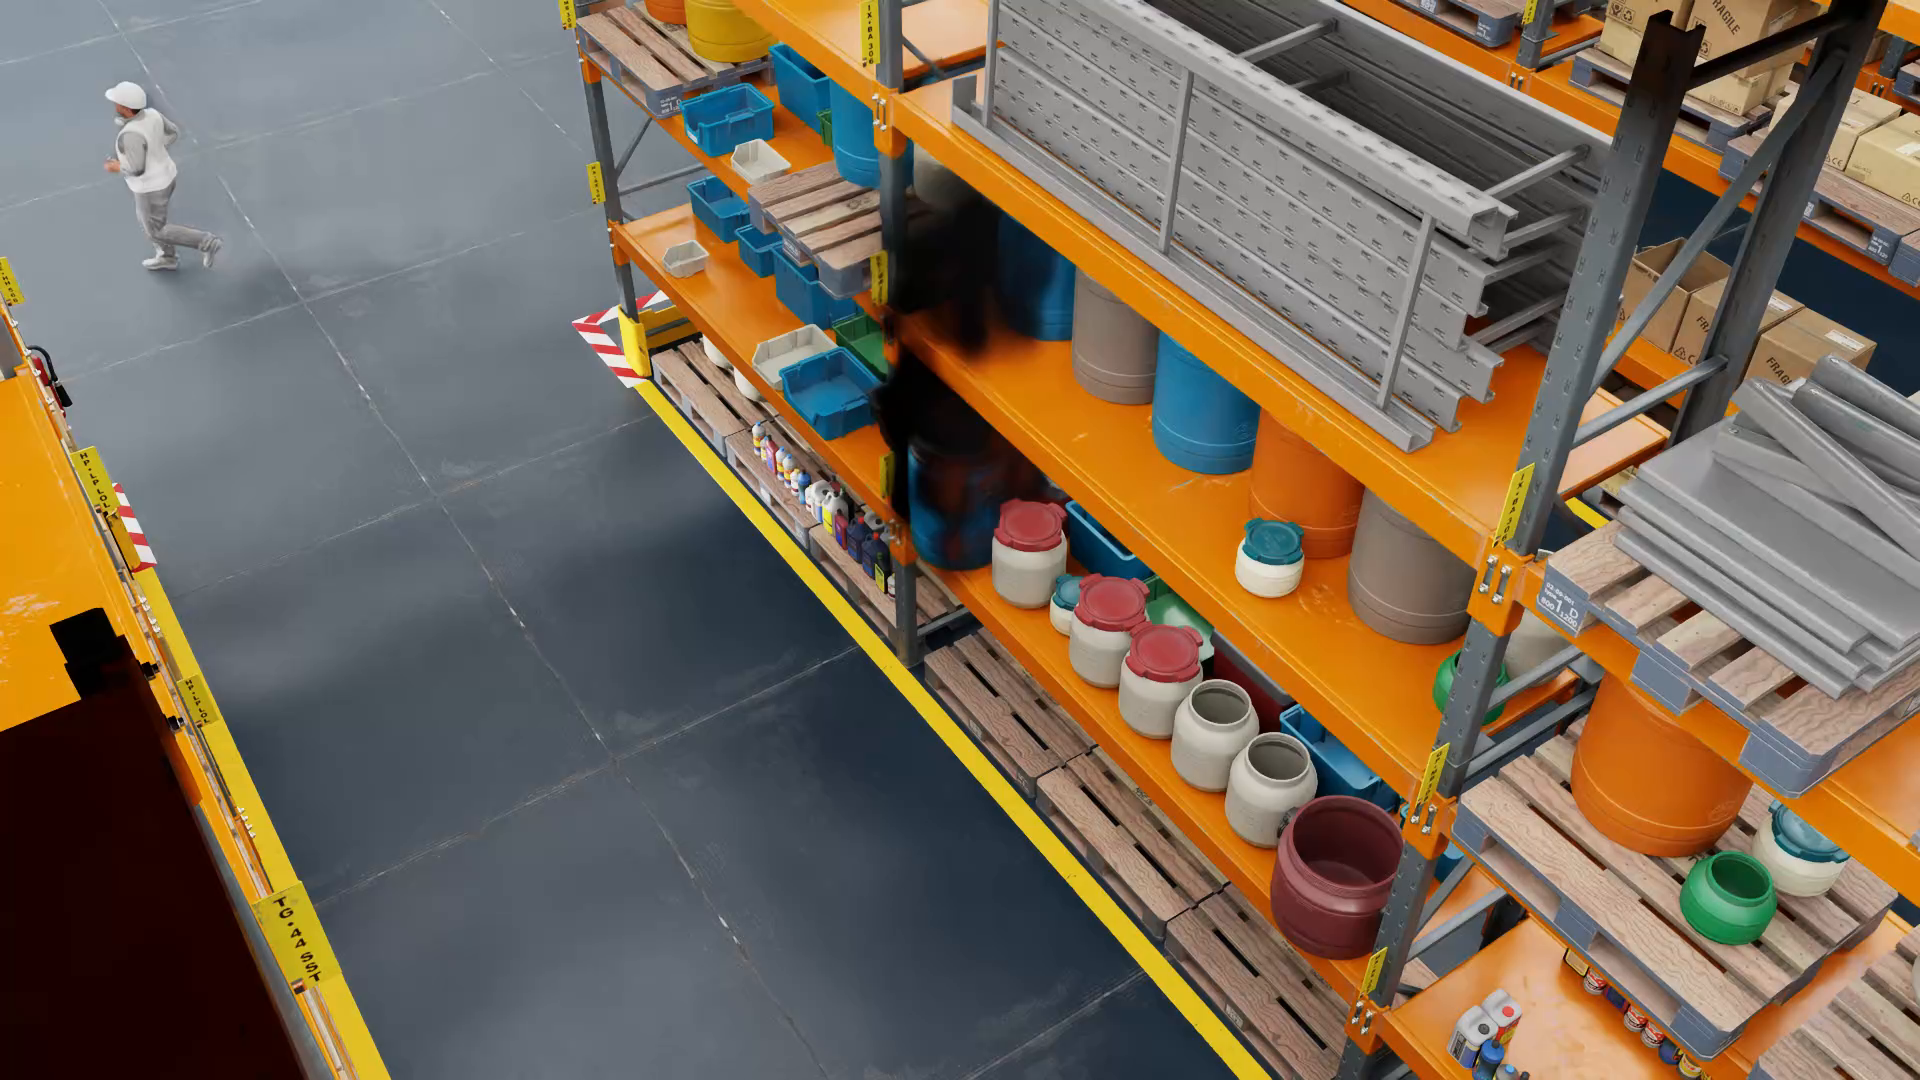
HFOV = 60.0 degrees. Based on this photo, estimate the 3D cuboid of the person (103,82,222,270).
[{"bbox_3d":[-6.622,-2.973,13.713,0.794,1.738,0.668,0,43,0],"label":"person"}]
